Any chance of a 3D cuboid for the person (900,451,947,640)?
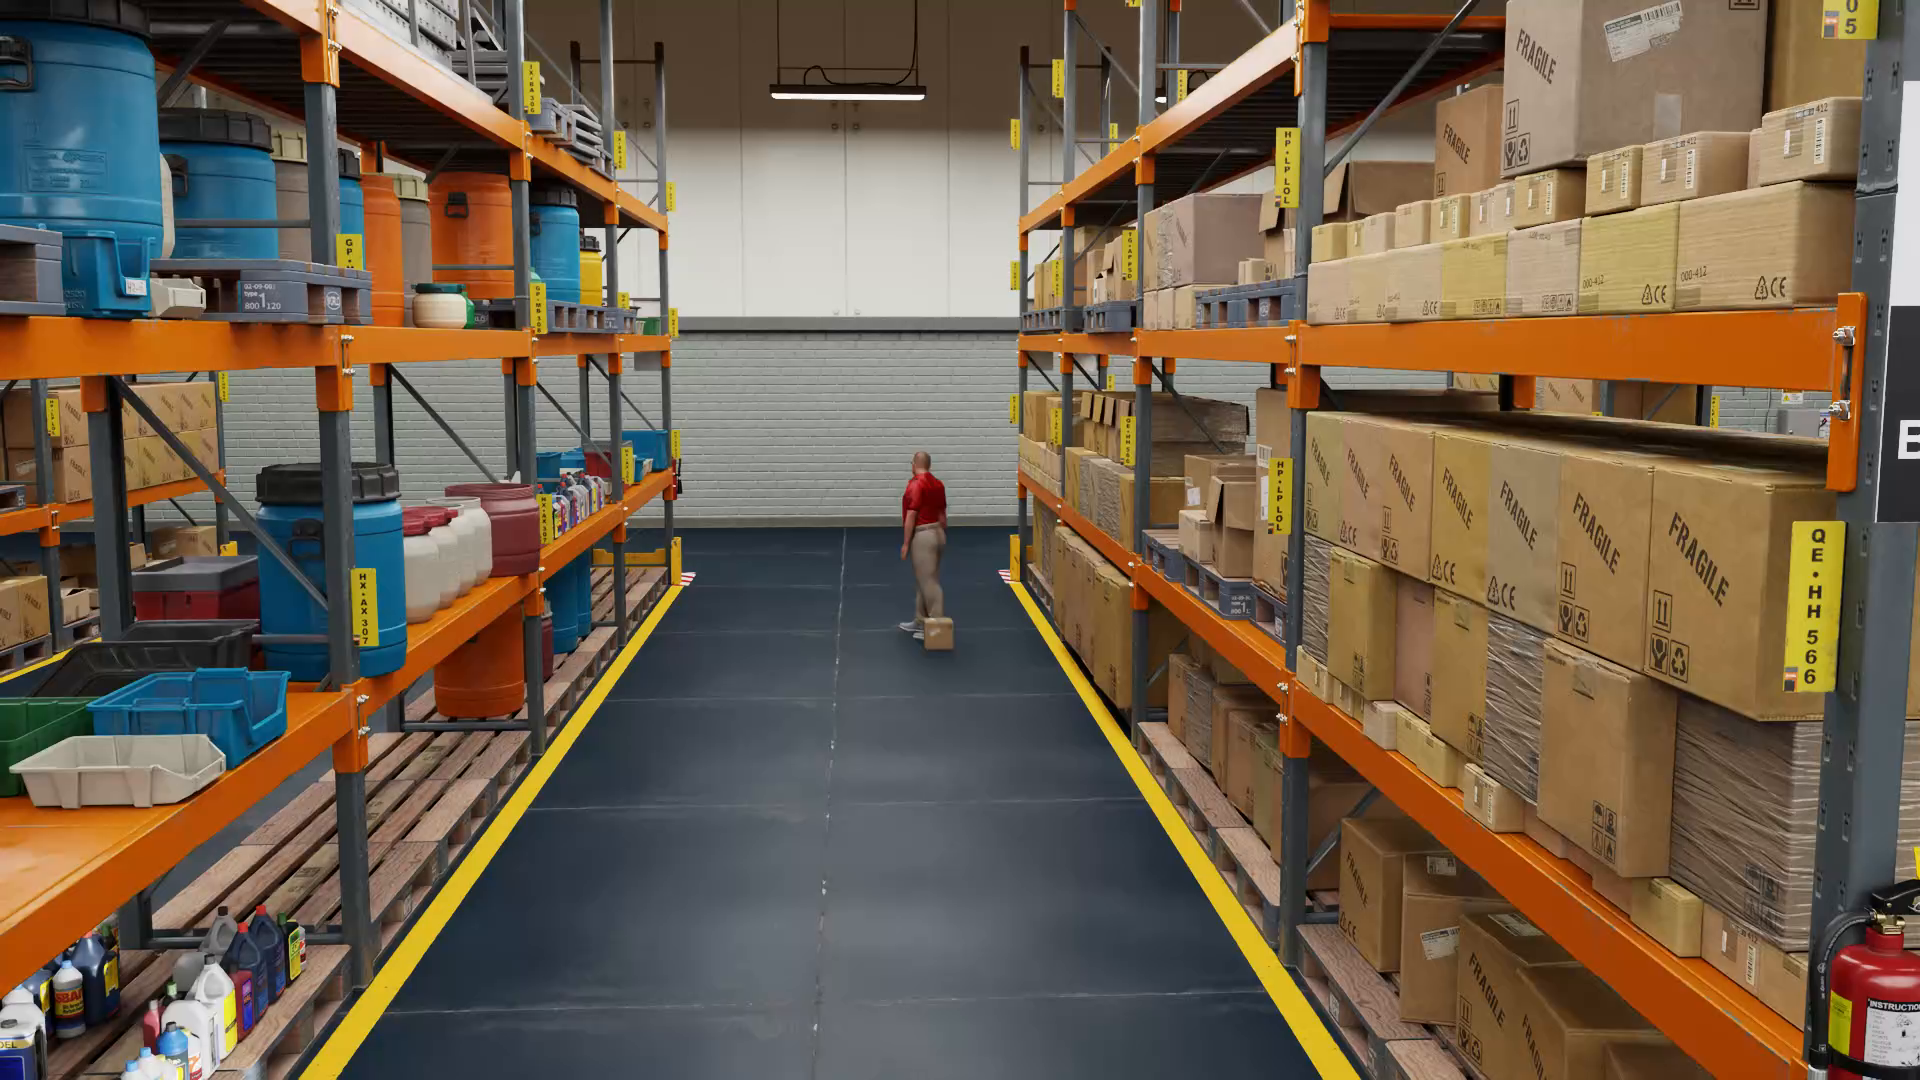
[{"bbox_3d":[-0.353,0.036,15.405,0.627,1.716,0.601,3,8,26],"label":"person"}]
